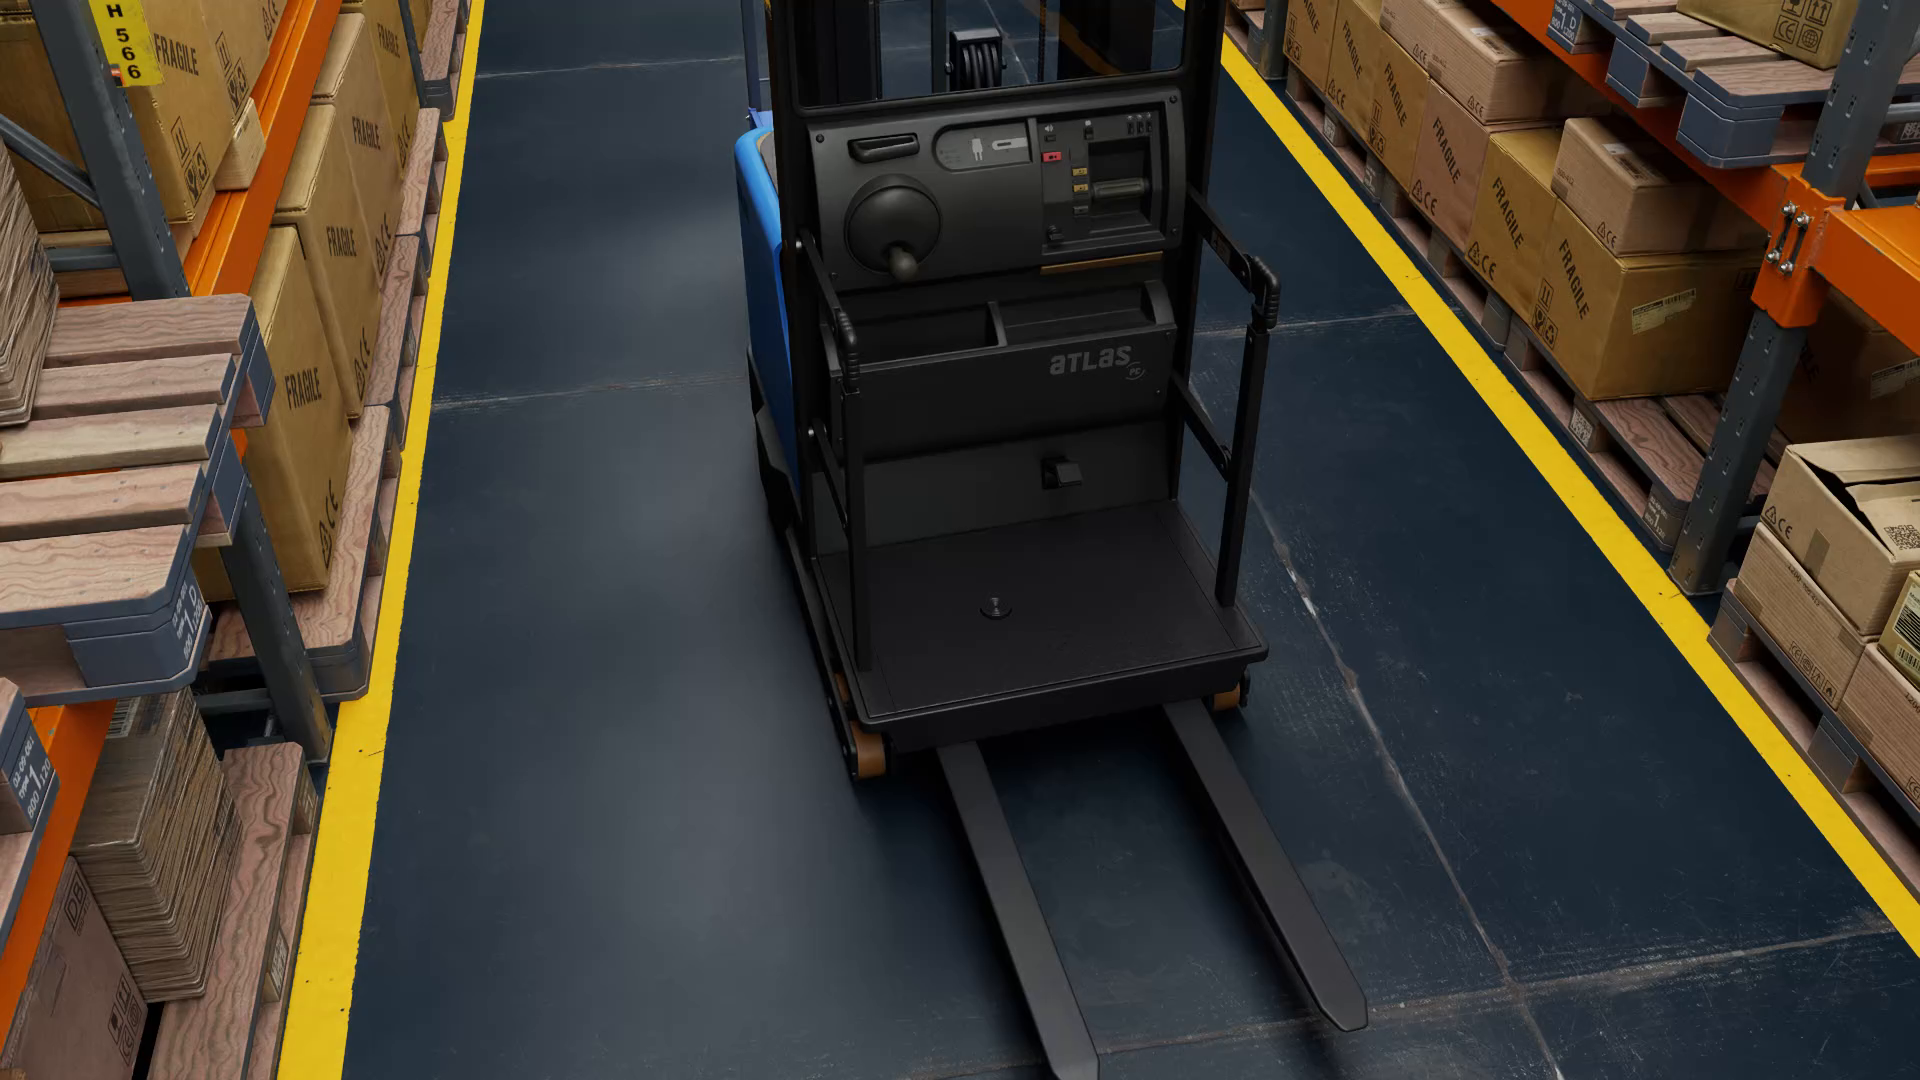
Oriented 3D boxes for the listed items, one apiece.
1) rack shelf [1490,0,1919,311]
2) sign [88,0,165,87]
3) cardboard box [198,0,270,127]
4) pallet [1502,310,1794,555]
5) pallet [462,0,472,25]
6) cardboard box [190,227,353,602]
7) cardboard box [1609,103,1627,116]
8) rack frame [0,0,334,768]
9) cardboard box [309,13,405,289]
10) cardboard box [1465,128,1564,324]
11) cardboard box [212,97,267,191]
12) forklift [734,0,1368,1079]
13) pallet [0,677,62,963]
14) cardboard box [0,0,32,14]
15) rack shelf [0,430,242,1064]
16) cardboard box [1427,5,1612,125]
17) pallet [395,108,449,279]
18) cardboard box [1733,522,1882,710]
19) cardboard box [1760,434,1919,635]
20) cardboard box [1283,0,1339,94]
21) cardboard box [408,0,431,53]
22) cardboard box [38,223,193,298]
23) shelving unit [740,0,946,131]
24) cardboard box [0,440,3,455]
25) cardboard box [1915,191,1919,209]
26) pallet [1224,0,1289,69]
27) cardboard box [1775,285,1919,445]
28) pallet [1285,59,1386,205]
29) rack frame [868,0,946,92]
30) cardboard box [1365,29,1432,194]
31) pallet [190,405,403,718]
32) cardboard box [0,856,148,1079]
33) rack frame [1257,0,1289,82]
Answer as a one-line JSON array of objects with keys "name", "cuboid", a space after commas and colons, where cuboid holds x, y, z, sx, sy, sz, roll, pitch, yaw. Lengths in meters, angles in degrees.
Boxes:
[{"name": "rack shelf", "cuboid": [2.324, -2.021, 5.993, 1.077, 0.370, 4.000, -6, 38, -8]}, {"name": "sign", "cuboid": [-1.669, -1.052, 3.280, 0.100, 0.325, 0.005, -6, 38, -8]}, {"name": "cardboard box", "cuboid": [-2.117, -1.365, 4.222, 0.500, 0.500, 0.500, -5, 38, -6]}, {"name": "pallet", "cuboid": [2.581, -0.451, 5.659, 1.003, 0.211, 1.213, -6, 38, -8]}, {"name": "pallet", "cuboid": [-3.176, -3.083, 9.047, 1.003, 0.211, 1.213, -6, 38, -8]}, {"name": "cardboard box", "cuboid": [-2.201, -0.338, 4.650, 0.750, 0.750, 0.750, -7, 38, -9]}, {"name": "cardboard box", "cuboid": [2.599, -1.524, 6.445, 0.500, 0.500, 0.500, -7, 38, -9]}, {"name": "rack frame", "cuboid": [-2.202, -0.562, 3.529, 1.000, 3.000, 0.127, -6, 38, -8]}, {"name": "cardboard box", "cuboid": [-2.502, -1.380, 5.991, 0.750, 0.750, 0.750, -5, 38, -7]}, {"name": "cardboard box", "cuboid": [2.189, -1.136, 5.947, 0.500, 0.500, 0.500, -8, 38, -10]}, {"name": "cardboard box", "cuboid": [-2.030, -1.018, 4.303, 0.380, 0.149, 0.250, -5, 38, -7]}, {"name": "forklift", "cuboid": [0.160, -0.788, 3.876, 1.130, 2.935, 3.031, -9, 39, -12]}, {"name": "pallet", "cuboid": [-1.814, 0.705, 2.054, 1.003, 0.211, 1.213, -6, 38, -8]}, {"name": "cardboard box", "cuboid": [-2.032, -1.343, 3.582, 0.500, 0.250, 0.500, -5, 38, -7]}, {"name": "rack shelf", "cuboid": [-1.851, 0.930, 2.195, 1.077, 0.370, 4.000, -6, 38, -8]}, {"name": "cardboard box", "cuboid": [2.082, -1.771, 6.152, 0.500, 0.250, 0.500, -7, 38, -9]}, {"name": "pallet", "cuboid": [-2.693, -1.419, 6.905, 1.003, 0.211, 1.213, -6, 38, -8]}, {"name": "cardboard box", "cuboid": [2.477, 0.170, 4.485, 0.500, 0.250, 0.500, -6, 38, -8]}, {"name": "cardboard box", "cuboid": [2.477, -0.051, 4.313, 0.500, 0.311, 0.500, -5, 38, -6]}, {"name": "cardboard box", "cuboid": [1.818, -2.382, 7.550, 0.500, 0.500, 0.500, -8, 39, -10]}, {"name": "cardboard box", "cuboid": [-2.933, -2.620, 7.872, 0.700, 0.500, 0.500, -6, 38, -7]}, {"name": "cardboard box", "cuboid": [-2.031, -0.695, 3.888, 0.380, 0.149, 0.250, -7, 38, -9]}, {"name": "shelving unit", "cuboid": [-0.421, -1.446, 5.888, 0.538, 1.500, 1.048, -9, 39, -12]}, {"name": "cardboard box", "cuboid": [-1.985, -0.158, 2.569, 0.700, 0.500, 0.500, -10, 39, -12]}, {"name": "cardboard box", "cuboid": [2.695, -0.838, 3.956, 0.500, 0.311, 0.500, -4, 38, -5]}, {"name": "pallet", "cuboid": [1.854, -2.827, 8.717, 1.003, 0.211, 1.213, -6, 38, -8]}, {"name": "cardboard box", "cuboid": [2.876, -0.590, 5.243, 0.500, 0.500, 0.500, -5, 38, -6]}, {"name": "pallet", "cuboid": [2.153, -1.925, 7.556, 1.003, 0.211, 1.213, -6, 38, -8]}, {"name": "rack frame", "cuboid": [-0.289, -1.144, 5.501, 0.500, 1.500, 0.032, -9, 39, -12]}, {"name": "cardboard box", "cuboid": [2.003, -1.758, 6.747, 0.500, 0.500, 0.500, -6, 38, -7]}, {"name": "pallet", "cuboid": [-2.266, 0.054, 5.008, 1.003, 0.211, 1.213, -6, 38, -8]}, {"name": "cardboard box", "cuboid": [-2.048, 1.004, 3.192, 0.700, 0.500, 0.500, -6, 38, -8]}, {"name": "rack frame", "cuboid": [1.973, -3.513, 7.328, 1.000, 3.000, 0.127, -6, 38, -8]}]
